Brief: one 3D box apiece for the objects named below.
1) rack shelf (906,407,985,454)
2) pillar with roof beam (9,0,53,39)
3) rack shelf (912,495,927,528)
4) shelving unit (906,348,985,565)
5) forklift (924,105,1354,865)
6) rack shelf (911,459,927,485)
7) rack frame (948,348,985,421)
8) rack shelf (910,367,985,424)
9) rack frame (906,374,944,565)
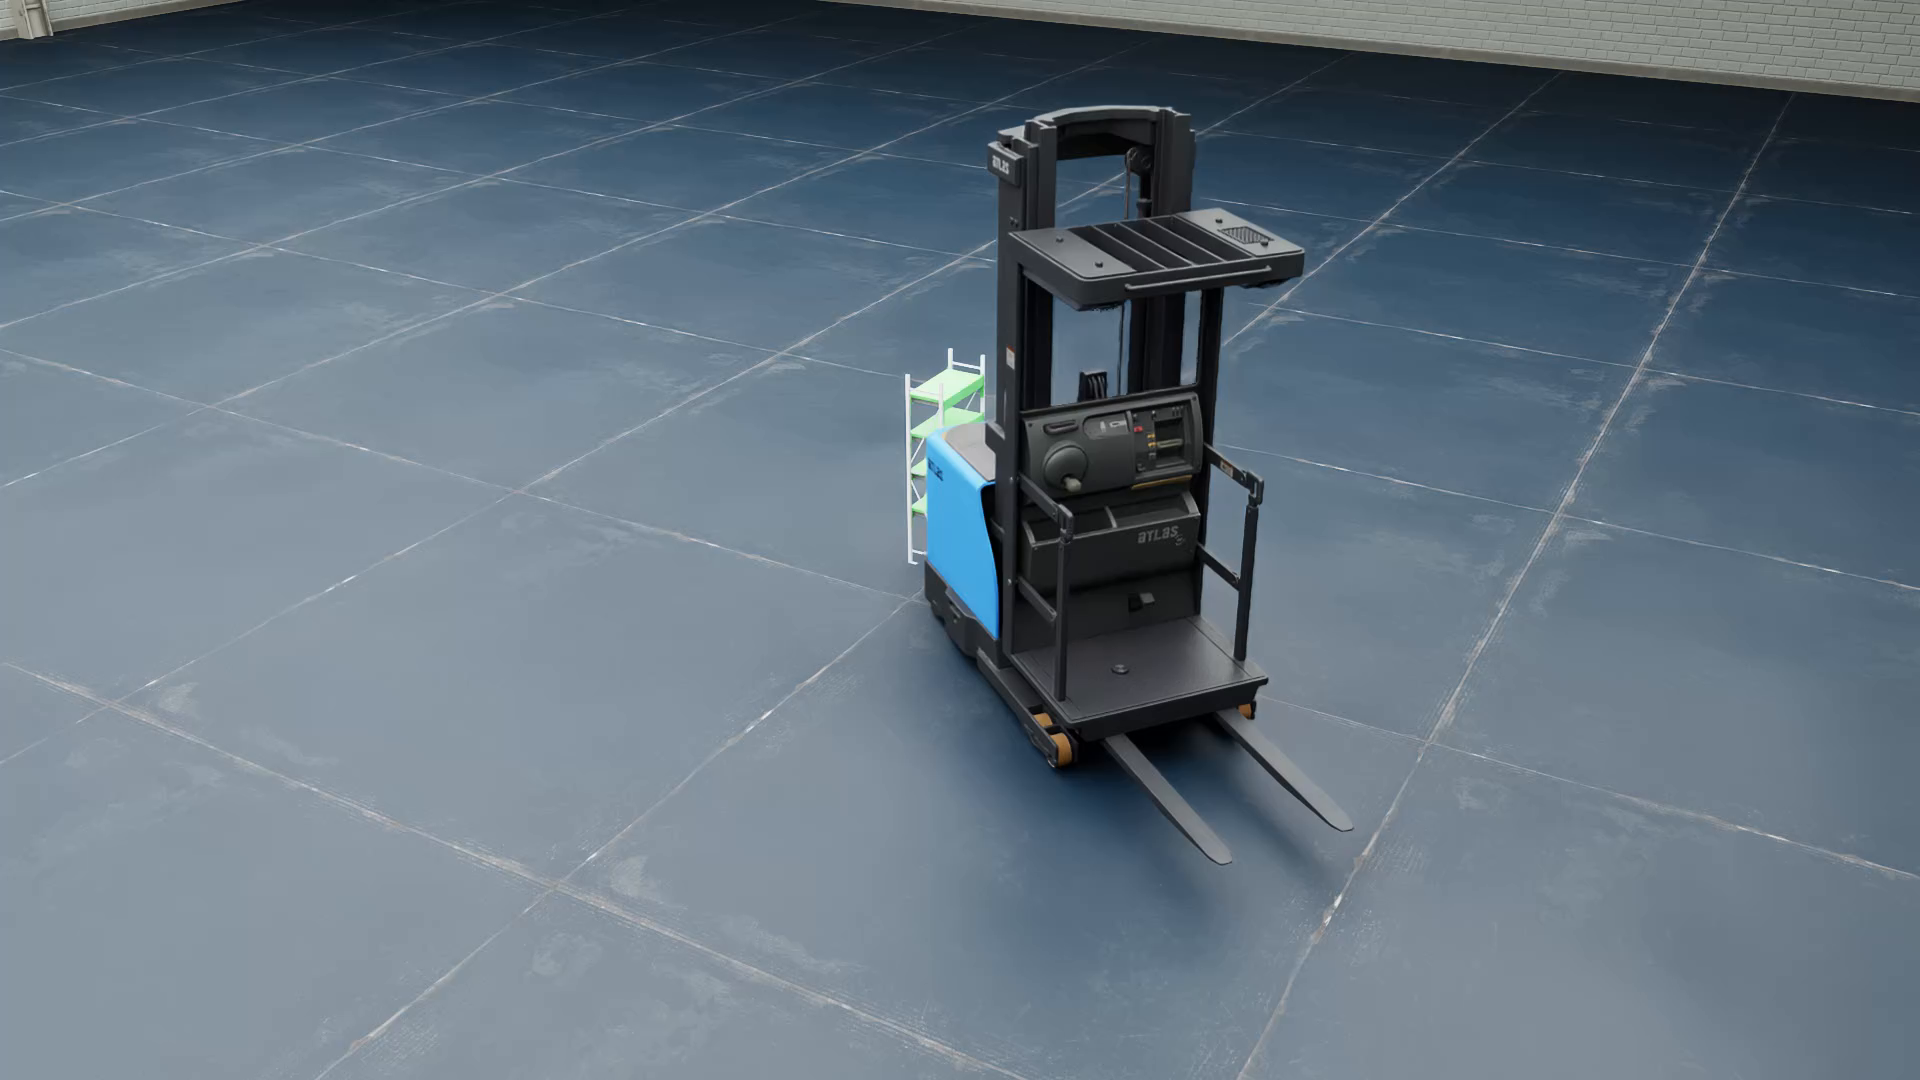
[{"bbox_3d":[-0.081,-0.629,9.774,0.258,0.148,0.480,14,30,26],"label":"rack shelf"},{"bbox_3d":[-10.672,-10.935,22.042,9.100,9.000,0.400,14,30,26],"label":"pillar with roof beam"},{"bbox_3d":[-0.081,-0.200,9.989,0.258,0.148,0.480,14,30,26],"label":"rack shelf"},{"bbox_3d":[-0.081,-0.472,9.853,0.258,1.200,0.503,14,30,26],"label":"shelving unit"},{"bbox_3d":[0.831,-0.424,7.823,1.130,2.935,3.031,-10,28,-20],"label":"forklift"},{"bbox_3d":[-0.081,-0.415,9.881,0.258,0.148,0.480,14,30,26],"label":"rack shelf"},{"bbox_3d":[0.039,-0.567,10.043,0.240,1.200,0.015,14,30,26],"label":"rack frame"},{"bbox_3d":[-0.081,-0.844,9.666,0.258,0.148,0.480,14,30,26],"label":"rack shelf"},{"bbox_3d":[-0.201,-0.377,9.663,0.240,1.200,0.015,14,30,26],"label":"rack frame"}]
